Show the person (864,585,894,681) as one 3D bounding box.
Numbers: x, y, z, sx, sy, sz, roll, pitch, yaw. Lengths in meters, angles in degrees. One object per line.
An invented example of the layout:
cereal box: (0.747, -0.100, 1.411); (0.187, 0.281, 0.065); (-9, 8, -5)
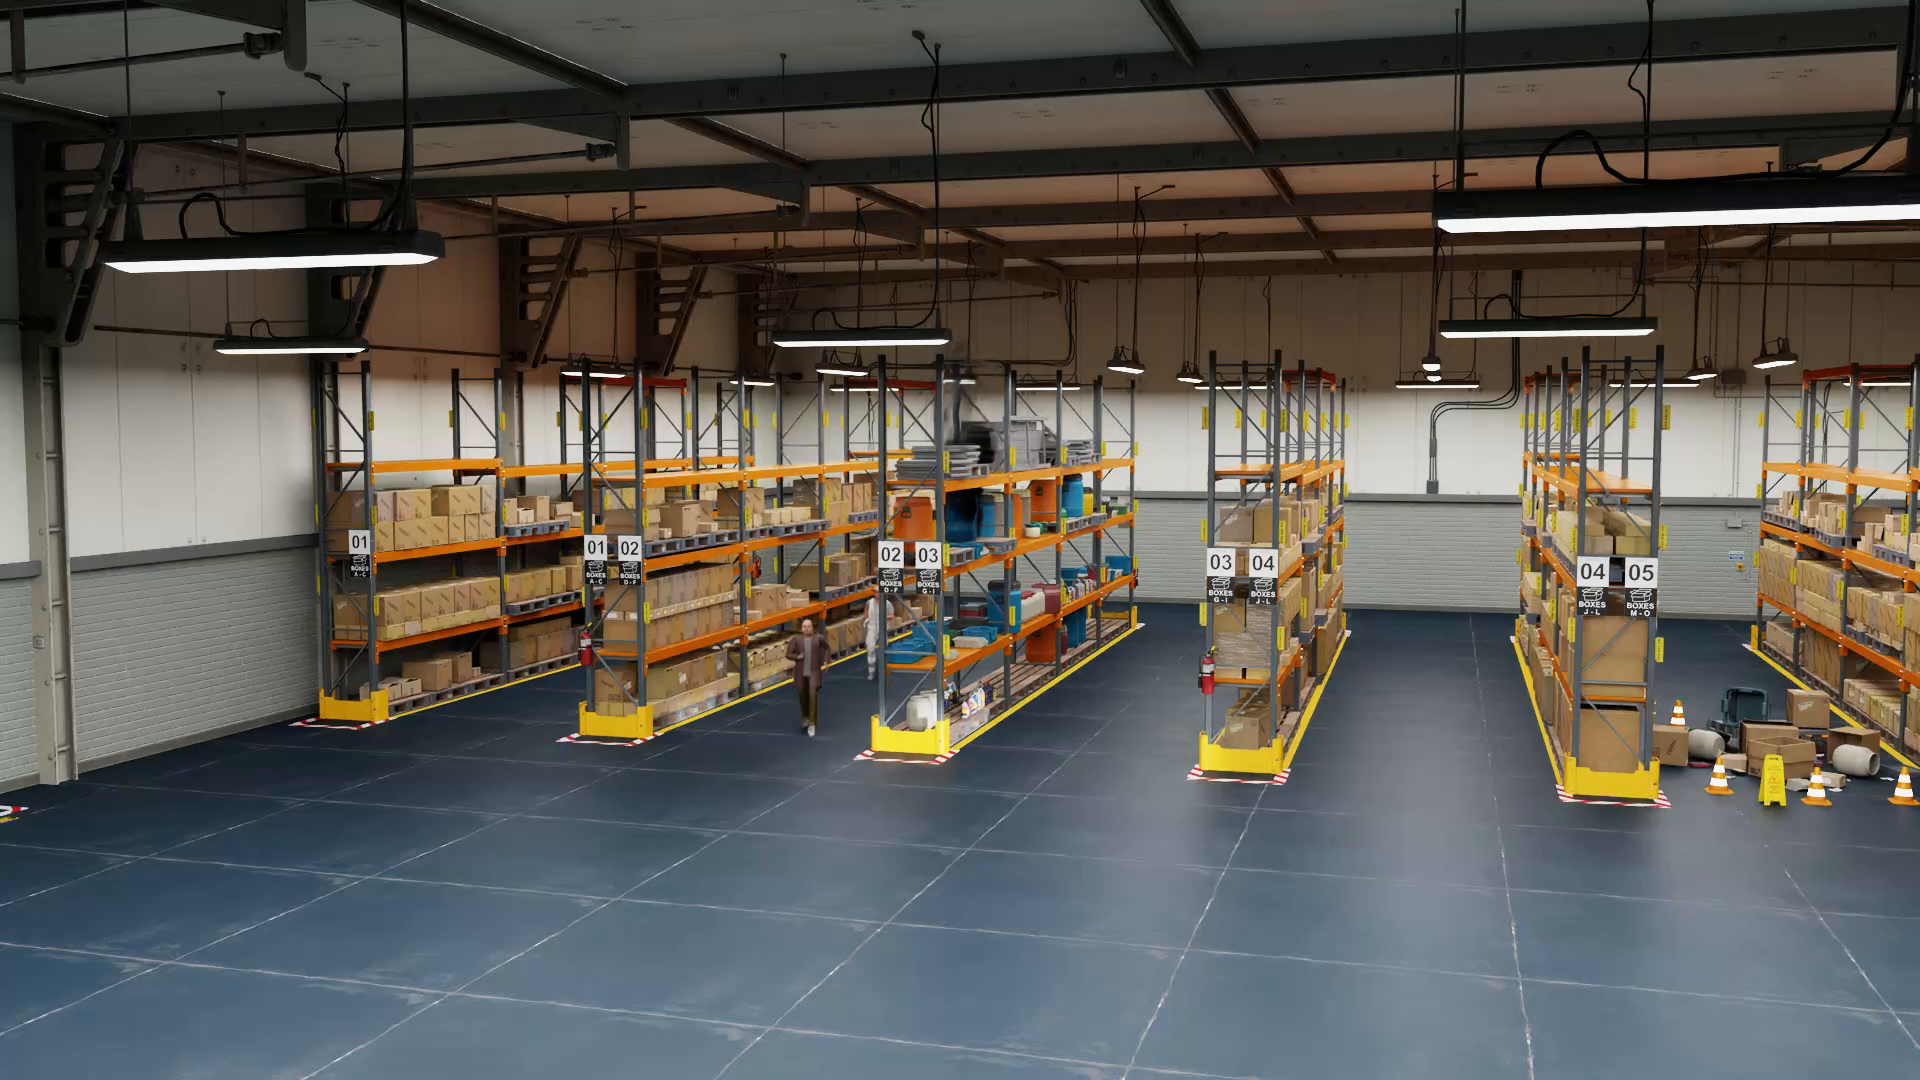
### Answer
person: (-1.586, 1.792, 32.405); (0.636, 1.847, 0.819); (1, 4, 8)

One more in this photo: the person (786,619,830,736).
person: (-2.450, 2.181, 26.763); (0.682, 1.816, 0.924); (0, 4, 2)
